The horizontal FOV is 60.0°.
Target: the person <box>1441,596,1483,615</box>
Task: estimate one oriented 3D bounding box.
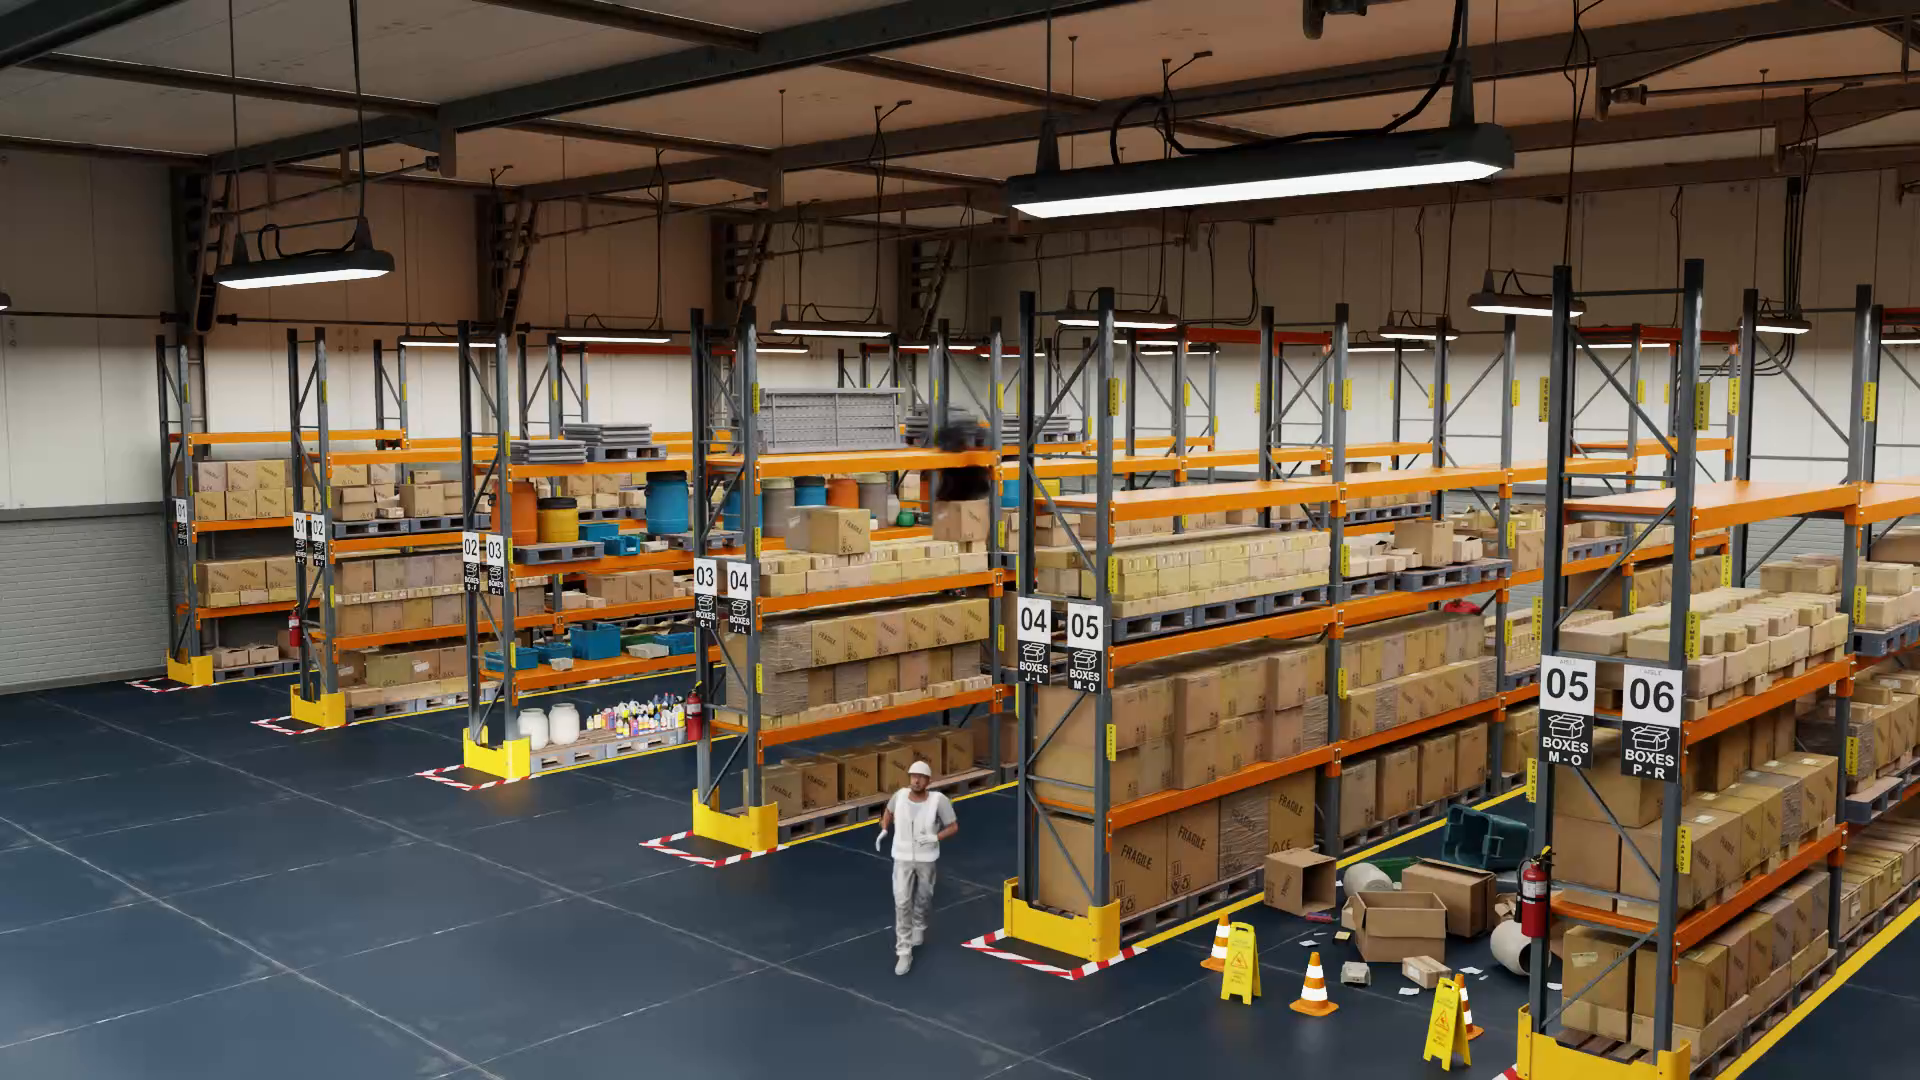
[{"bbox_3d":[8.406,1.700,28.017,0.685,1.811,0.665,5,7,40],"label":"person"}]

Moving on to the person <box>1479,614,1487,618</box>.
[{"bbox_3d":[7.918,1.953,25.405,0.624,1.637,0.544,-5,7,-42],"label":"person"}]

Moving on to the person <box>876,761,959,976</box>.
[{"bbox_3d":[-0.385,2.873,14.884,0.751,1.791,0.930,0,5,2],"label":"person"}]
